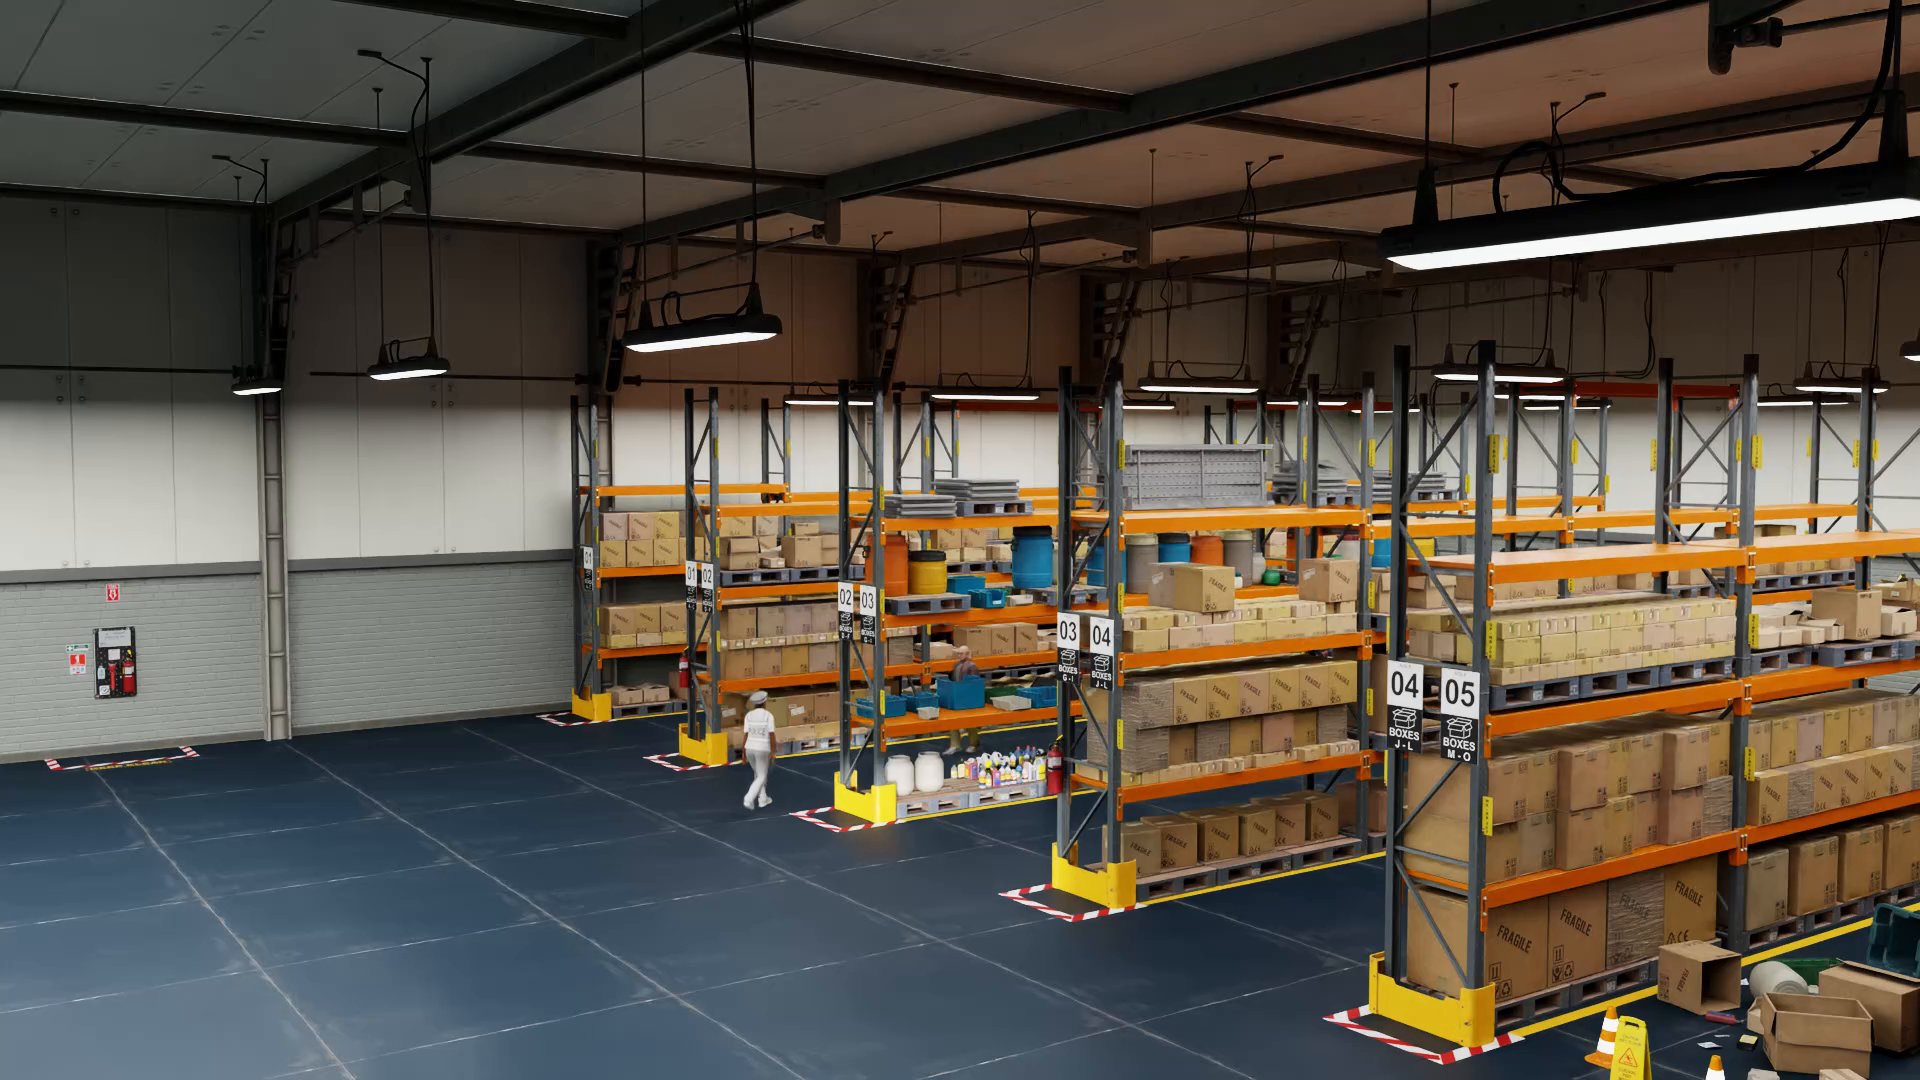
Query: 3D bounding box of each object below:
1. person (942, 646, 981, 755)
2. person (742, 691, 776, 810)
[{"bbox_3d":[0.049,2.640,27.344,0.669,1.813,0.653,-3,4,-39],"label":"person"},{"bbox_3d":[-2.805,2.947,23.151,0.451,1.640,0.932,2,4,24],"label":"person"}]
